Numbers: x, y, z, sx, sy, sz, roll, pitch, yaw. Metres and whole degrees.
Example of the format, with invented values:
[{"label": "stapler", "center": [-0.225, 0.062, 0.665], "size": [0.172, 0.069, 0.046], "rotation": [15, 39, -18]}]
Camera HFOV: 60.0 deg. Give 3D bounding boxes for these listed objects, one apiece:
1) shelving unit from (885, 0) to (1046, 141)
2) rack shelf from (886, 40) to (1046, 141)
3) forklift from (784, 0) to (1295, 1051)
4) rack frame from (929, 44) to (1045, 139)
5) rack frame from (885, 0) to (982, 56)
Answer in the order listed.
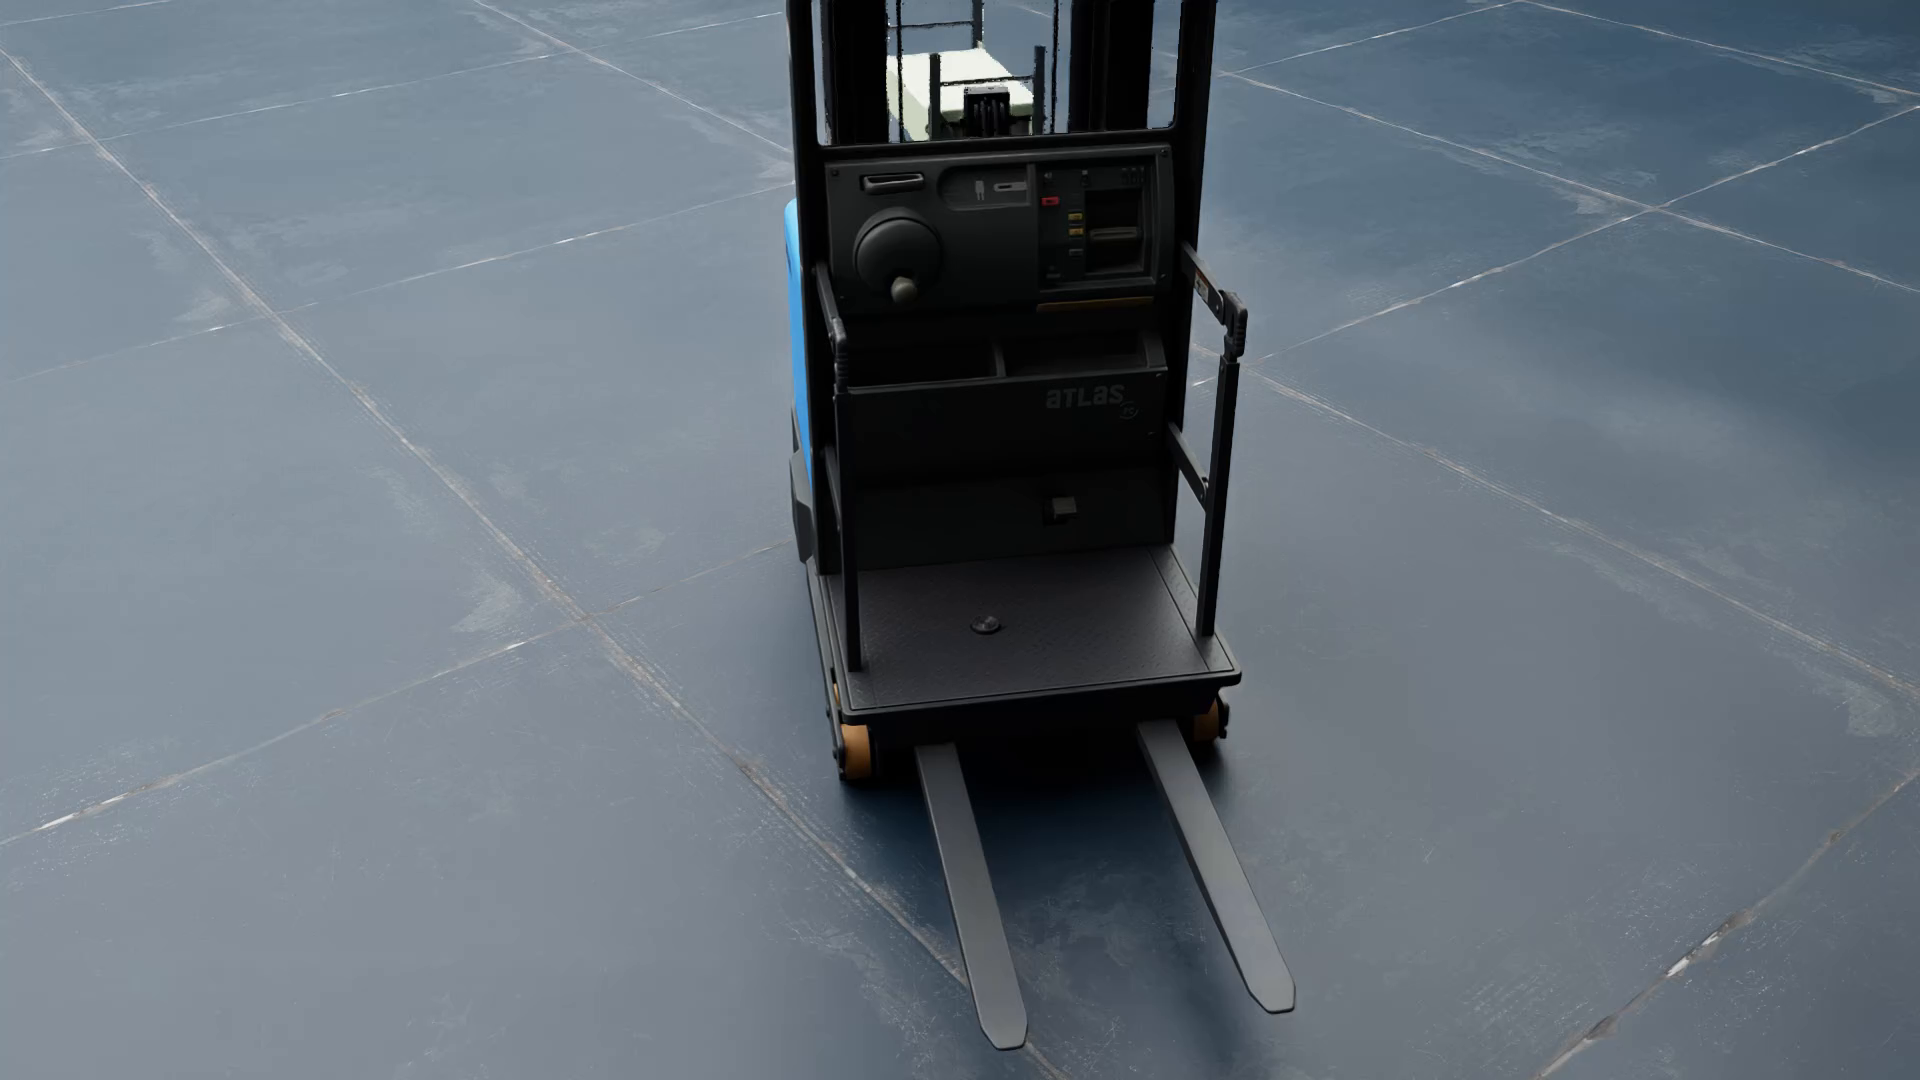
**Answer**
[{"label": "shelving unit", "center": [-0.010, -1.185, 6.237], "size": [0.431, 1.500, 0.755], "rotation": [-9, 33, -14]}, {"label": "rack shelf", "center": [-0.010, -1.517, 6.031], "size": [0.431, 0.370, 0.720], "rotation": [-9, 33, -14]}, {"label": "forklift", "center": [0.152, -0.779, 4.226], "size": [1.130, 2.935, 3.031], "rotation": [-5, 32, -8]}, {"label": "rack frame", "center": [0.091, -1.000, 5.938], "size": [0.400, 1.500, 0.023], "rotation": [-9, 33, -14]}, {"label": "rack frame", "center": [-0.112, -1.371, 6.535], "size": [0.400, 1.500, 0.023], "rotation": [-9, 33, -14]}]
